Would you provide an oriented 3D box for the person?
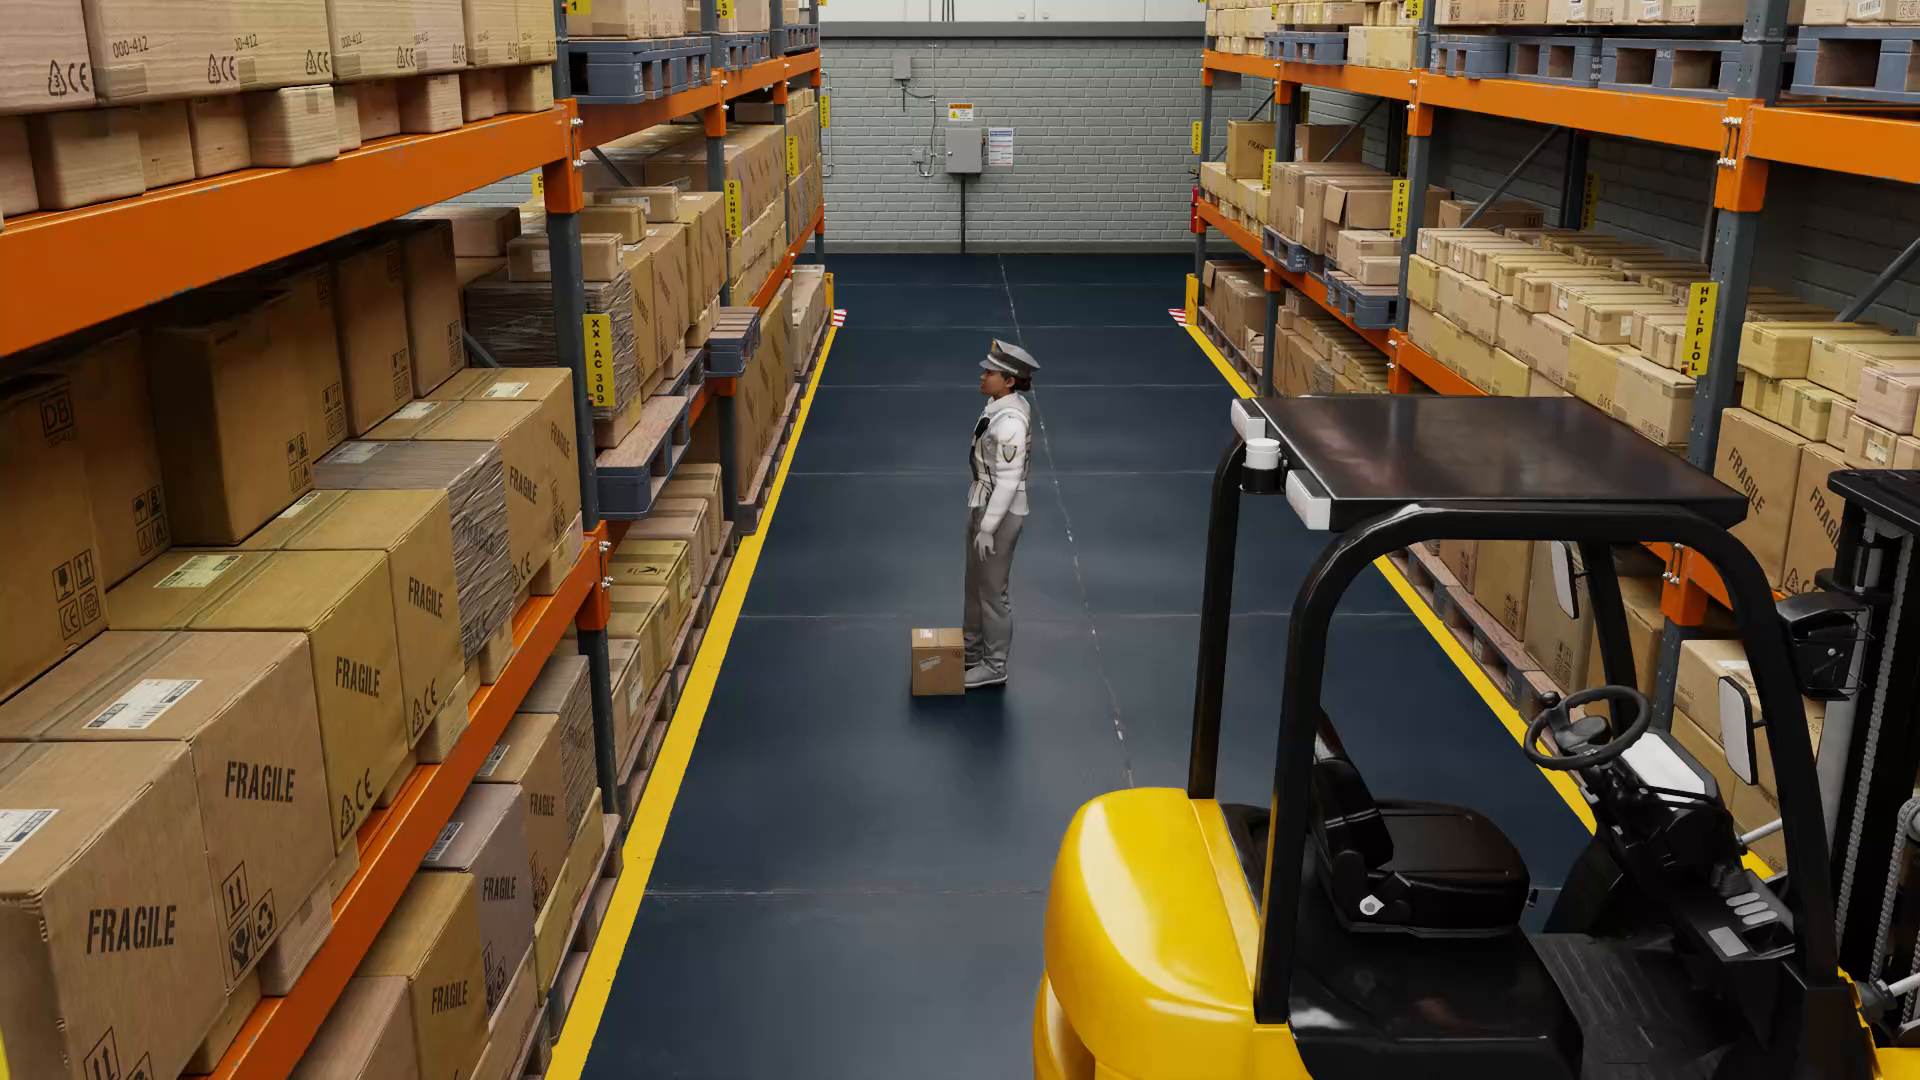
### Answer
[{"bbox_3d":[0.099,-0.120,7.845,0.531,1.695,0.586,0,17,-1],"label":"person"}]
